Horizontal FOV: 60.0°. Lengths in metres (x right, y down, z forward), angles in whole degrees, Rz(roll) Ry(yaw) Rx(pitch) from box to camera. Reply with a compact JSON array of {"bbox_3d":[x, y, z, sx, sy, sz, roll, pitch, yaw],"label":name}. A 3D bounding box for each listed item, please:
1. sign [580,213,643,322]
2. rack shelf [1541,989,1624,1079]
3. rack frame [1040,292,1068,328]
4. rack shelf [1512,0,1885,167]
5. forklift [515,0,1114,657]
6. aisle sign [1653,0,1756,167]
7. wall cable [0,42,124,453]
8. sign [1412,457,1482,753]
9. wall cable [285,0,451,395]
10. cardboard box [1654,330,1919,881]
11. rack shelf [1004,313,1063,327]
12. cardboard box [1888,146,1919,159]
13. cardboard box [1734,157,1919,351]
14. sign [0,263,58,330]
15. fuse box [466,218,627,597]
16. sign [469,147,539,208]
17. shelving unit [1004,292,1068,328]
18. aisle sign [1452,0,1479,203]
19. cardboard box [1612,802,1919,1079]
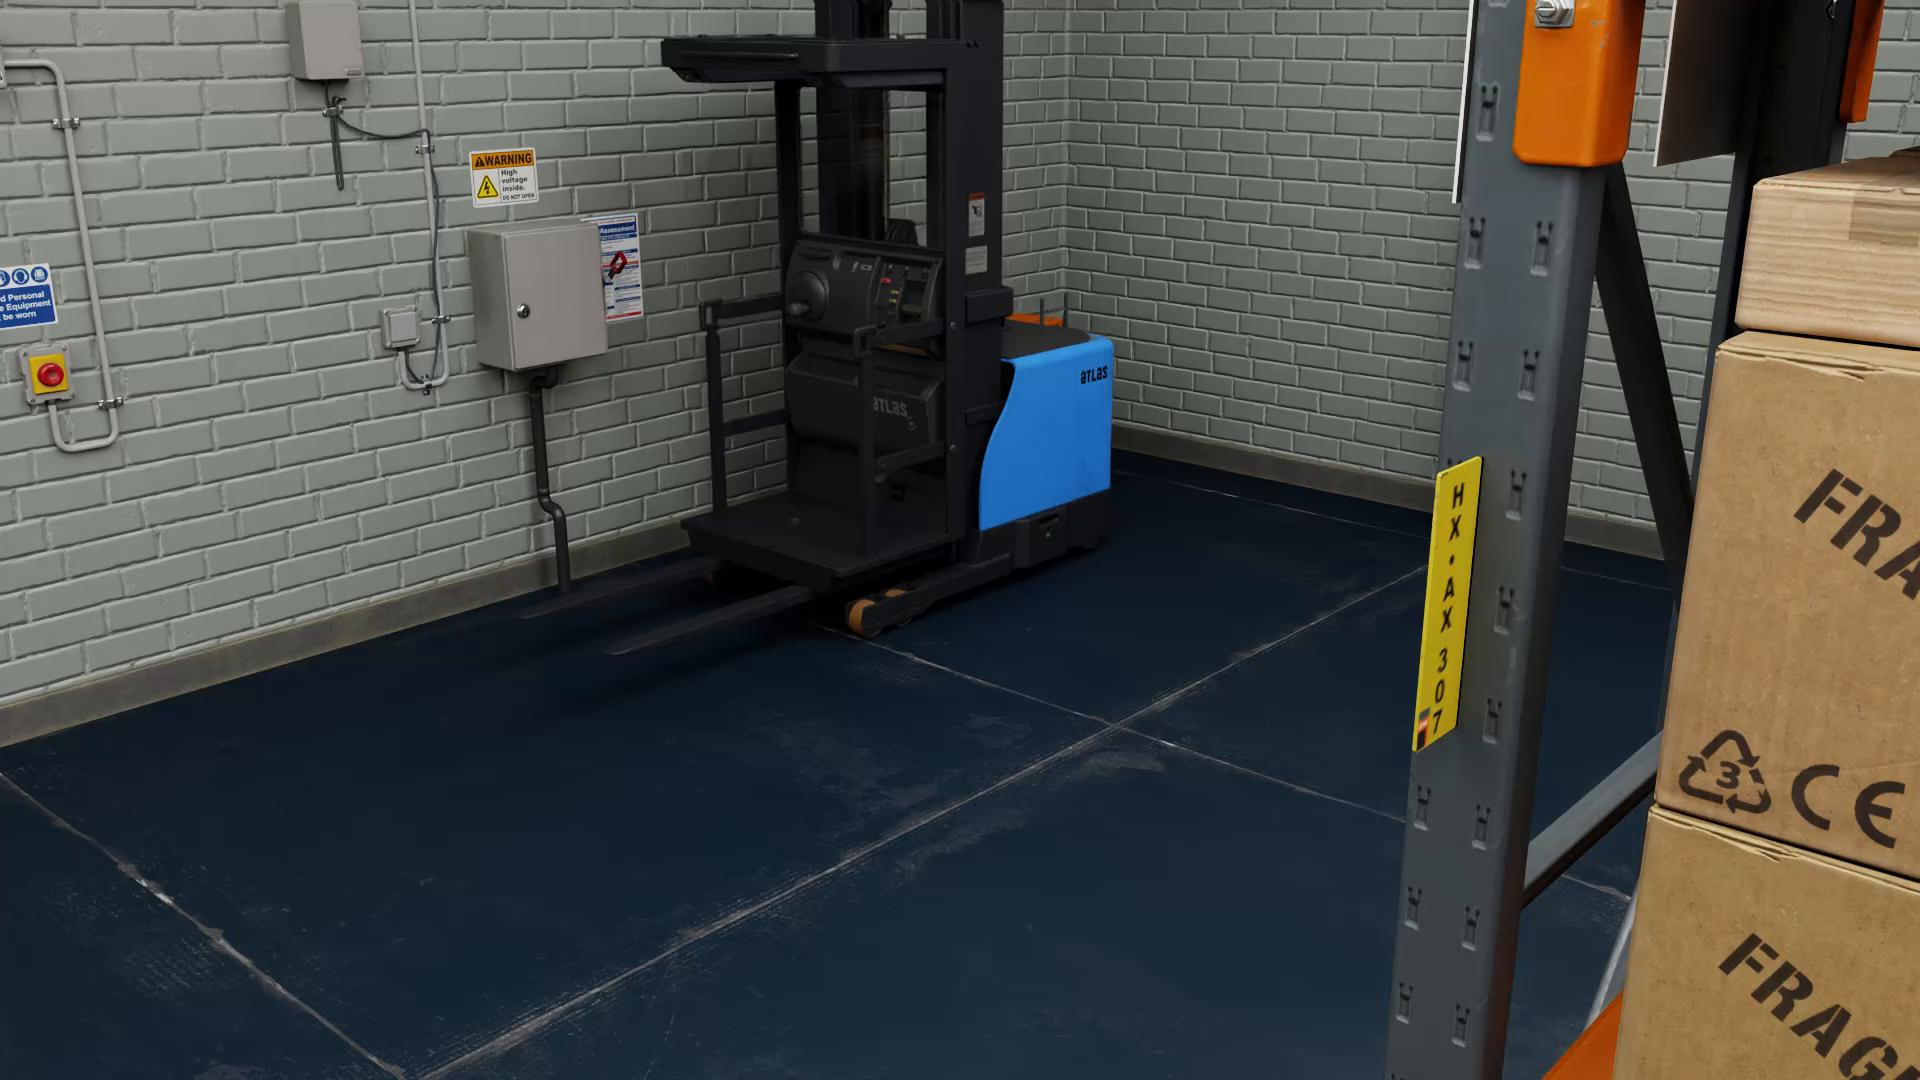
[{"bbox_3d":[-1.639,-1.281,7.847,0.001,0.494,0.329,15,23,39],"label":"sign"},{"bbox_3d":[2.413,1.144,1.237,4.000,0.370,1.077,15,23,39],"label":"rack shelf"},{"bbox_3d":[0.491,-0.702,8.840,0.015,1.200,0.240,13,22,35],"label":"rack frame"},{"bbox_3d":[2.413,-0.286,0.784,4.000,0.370,1.077,15,23,39],"label":"rack shelf"},{"bbox_3d":[-0.585,-1.143,7.369,1.130,2.935,3.031,15,23,40],"label":"forklift"},{"bbox_3d":[1.069,-0.924,2.267,0.004,0.787,0.394,15,23,39],"label":"aisle sign"},{"bbox_3d":[-3.316,-1.226,5.786,0.123,1.953,0.585,15,23,39],"label":"wall cable"},{"bbox_3d":[0.544,0.074,1.859,0.005,0.325,0.100,15,23,39],"label":"sign"},{"bbox_3d":[-2.383,-1.535,6.809,0.122,1.984,0.588,15,23,39],"label":"wall cable"},{"bbox_3d":[1.087,0.036,1.721,0.500,0.500,0.500,14,23,38],"label":"cardboard box"},{"bbox_3d":[0.298,-1.121,8.863,0.480,0.148,0.258,13,22,35],"label":"rack shelf"},{"bbox_3d":[1.318,-0.407,2.045,0.250,0.149,0.380,15,23,40],"label":"cardboard box"},{"bbox_3d":[0.999,-0.300,1.707,0.250,0.149,0.380,16,23,40],"label":"cardboard box"},{"bbox_3d":[-3.394,-0.857,5.908,0.001,0.218,0.327,15,23,39],"label":"sign"},{"bbox_3d":[-1.812,-0.559,7.545,0.414,1.711,0.539,15,23,39],"label":"fuse box"},{"bbox_3d":[-2.004,-1.596,7.316,0.001,0.242,0.339,15,23,39],"label":"sign"},{"bbox_3d":[0.298,-0.747,8.981,0.503,1.200,0.258,13,22,35],"label":"shelving unit"},{"bbox_3d":[0.671,-0.788,1.839,0.004,0.787,0.394,15,23,39],"label":"aisle sign"},{"bbox_3d":[1.085,0.513,1.870,0.500,0.500,0.500,15,23,39],"label":"cardboard box"}]
